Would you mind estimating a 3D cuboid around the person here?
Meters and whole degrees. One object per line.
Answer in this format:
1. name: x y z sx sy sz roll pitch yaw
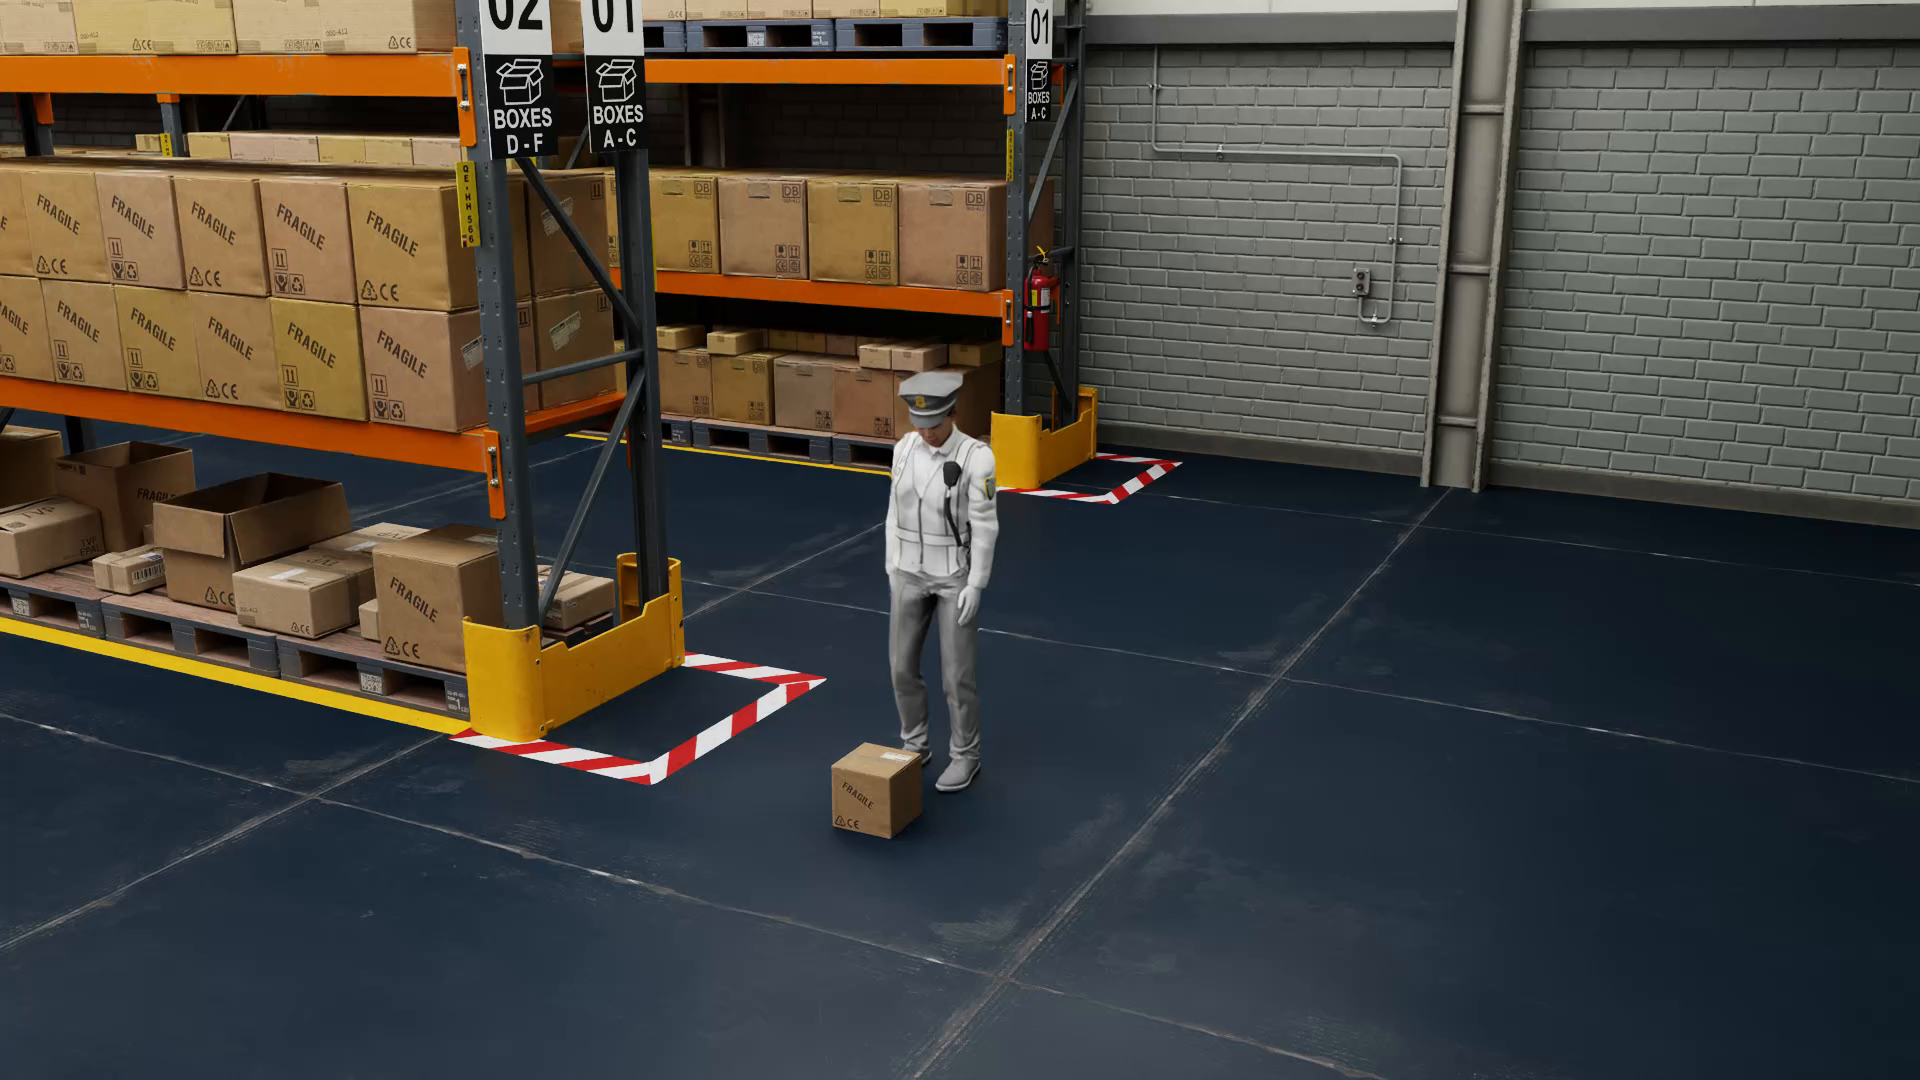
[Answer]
1. person: -0.079 0.165 6.487 0.482 1.654 0.366 8 18 27
